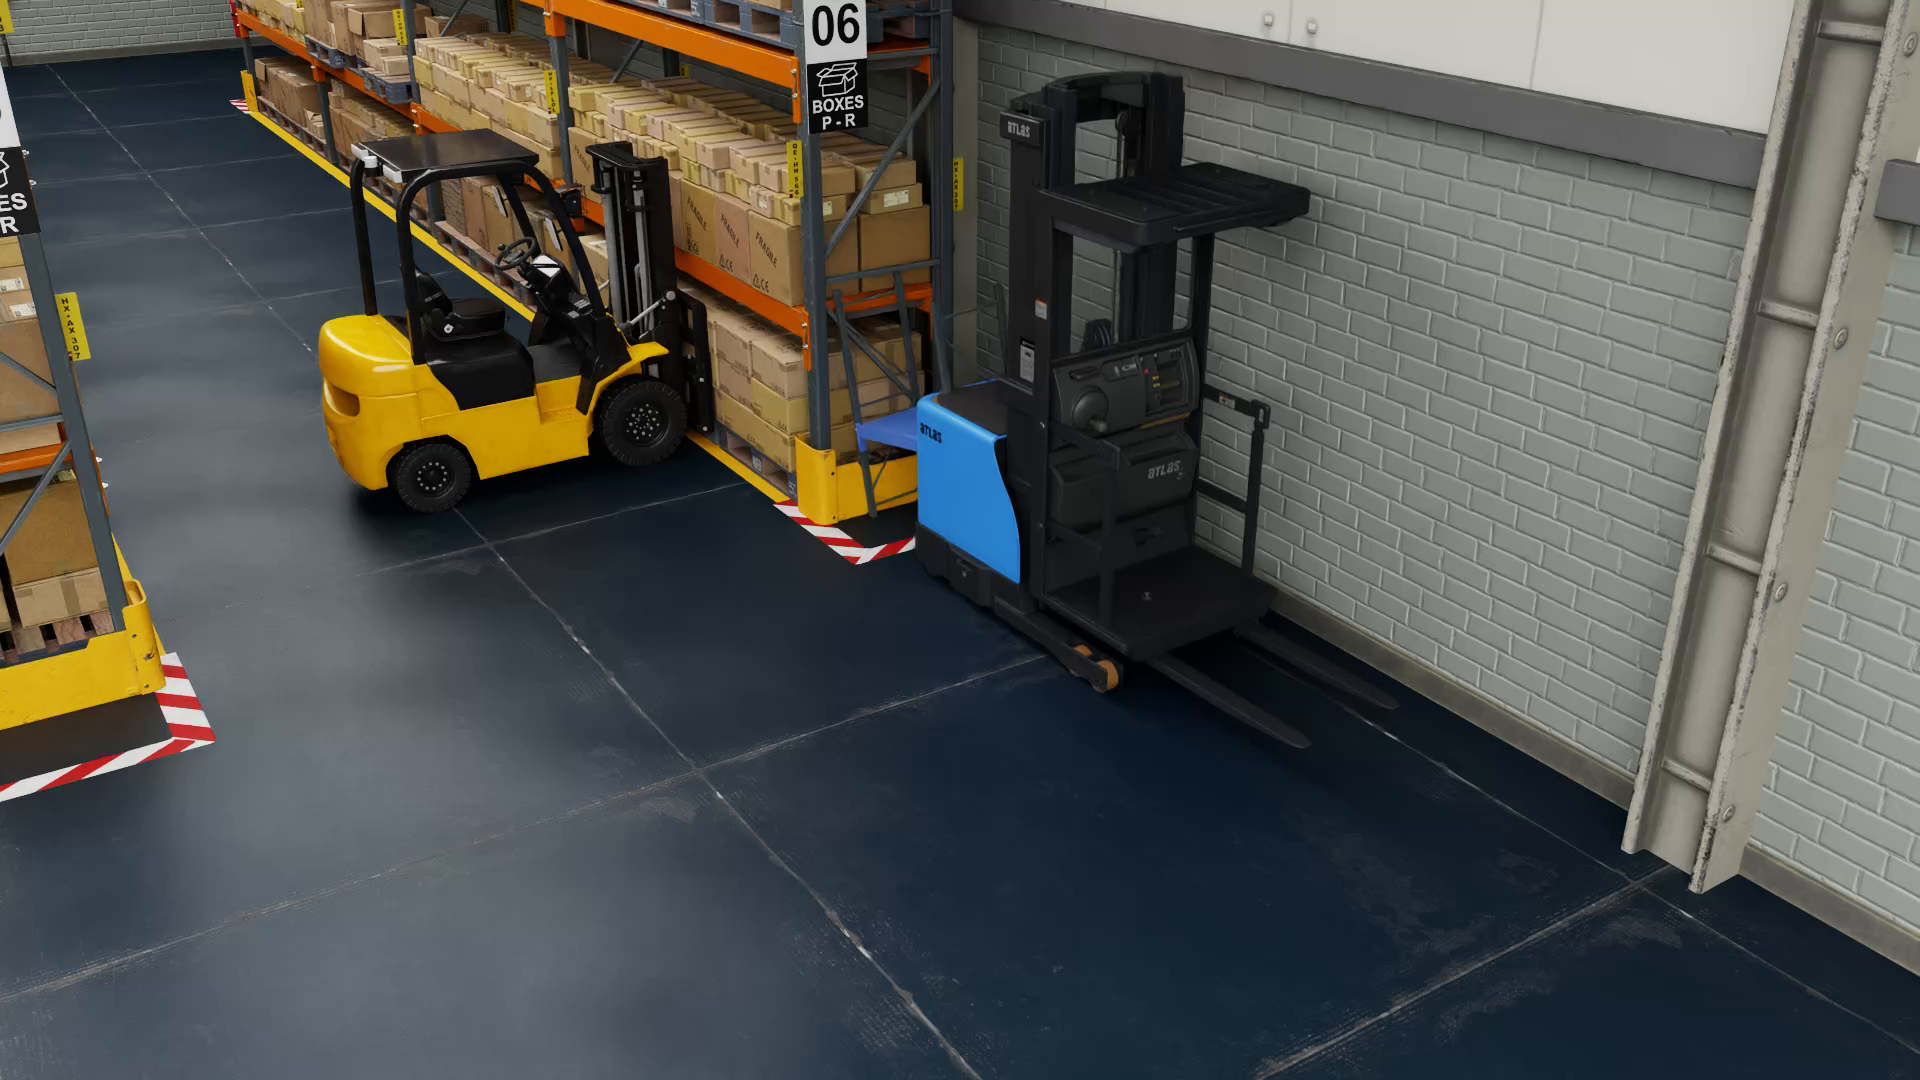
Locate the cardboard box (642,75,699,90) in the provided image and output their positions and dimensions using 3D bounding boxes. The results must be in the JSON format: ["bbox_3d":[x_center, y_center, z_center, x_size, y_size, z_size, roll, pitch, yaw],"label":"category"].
[{"bbox_3d":[-2.248,-3.505,12.935,0.380,0.149,0.250,-15,29,-29],"label":"cardboard box"}]

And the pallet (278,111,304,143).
[{"bbox_3d":[-8.087,-5.358,21.354,1.003,0.211,1.213,-16,29,-30],"label":"pallet"}]

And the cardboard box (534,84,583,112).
[{"bbox_3d":[-3.204,-3.572,13.427,0.380,0.149,0.250,-16,30,-30],"label":"cardboard box"}]

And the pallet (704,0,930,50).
[{"bbox_3d":[-0.856,-3.220,10.147,1.003,0.211,1.213,-16,29,-30],"label":"pallet"}]

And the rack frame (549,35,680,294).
[{"bbox_3d":[-2.676,-3.075,13.251,1.000,3.000,0.127,-16,29,-30],"label":"rack frame"}]

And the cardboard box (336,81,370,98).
[{"bbox_3d":[-6.888,-5.152,18.978,0.380,0.149,0.250,-17,30,-32],"label":"cardboard box"}]

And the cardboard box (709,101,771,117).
[{"bbox_3d":[-1.576,-3.039,11.949,0.380,0.149,0.250,-16,30,-30],"label":"cardboard box"}]

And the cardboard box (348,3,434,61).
[{"bbox_3d":[-5.905,-5.283,17.315,0.797,0.503,0.637,-16,30,-31],"label":"cardboard box"}]

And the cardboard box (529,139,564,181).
[{"bbox_3d":[-3.170,-3.127,13.536,0.500,0.250,0.500,-15,29,-28],"label":"cardboard box"}]

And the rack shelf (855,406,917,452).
[{"bbox_3d":[-0.140,-0.625,10.118,0.538,0.185,1.000,-21,23,-32],"label":"rack shelf"}]

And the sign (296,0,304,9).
[{"bbox_3d":[-7.493,-6.199,18.854,0.100,0.325,0.005,-16,29,-30],"label":"sign"}]

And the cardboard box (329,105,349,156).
[{"bbox_3d":[-6.967,-4.771,19.279,0.500,0.500,0.500,-14,29,-27],"label":"cardboard box"}]

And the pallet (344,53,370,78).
[{"bbox_3d":[-5.925,-5.114,17.794,1.003,0.211,1.213,-16,29,-30],"label":"pallet"}]

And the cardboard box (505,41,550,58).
[{"bbox_3d":[-3.993,-4.530,15.454,0.380,0.149,0.250,-16,30,-31],"label":"cardboard box"}]

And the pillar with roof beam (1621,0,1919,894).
[{"bbox_3d":[-0.449,-1.667,3.241,9.100,9.000,0.400,-16,29,-30],"label":"pillar with roof beam"}]

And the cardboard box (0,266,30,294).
[{"bbox_3d":[-4.960,-1.085,8.569,0.500,0.500,0.500,-15,29,-28],"label":"cardboard box"}]

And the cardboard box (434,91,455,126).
[{"bbox_3d":[-4.551,-4.042,15.473,0.500,0.250,0.500,-16,30,-31],"label":"cardboard box"}]

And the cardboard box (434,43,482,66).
[{"bbox_3d":[-4.623,-4.481,15.351,0.380,0.149,0.250,-15,29,-28],"label":"cardboard box"}]

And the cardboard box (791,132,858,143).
[{"bbox_3d":[-0.890,-2.572,10.960,0.380,0.149,0.250,-15,29,-29],"label":"cardboard box"}]

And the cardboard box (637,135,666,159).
[{"bbox_3d":[-2.047,-2.774,11.736,0.380,0.149,0.250,-17,30,-31],"label":"cardboard box"}]

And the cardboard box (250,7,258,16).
[{"bbox_3d":[-9.099,-6.992,21.842,0.380,0.149,0.250,-15,29,-28],"label":"cardboard box"}]

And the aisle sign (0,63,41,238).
[{"bbox_3d":[-4.355,-1.712,7.318,0.394,0.787,0.004,-16,29,-30],"label":"aisle sign"}]

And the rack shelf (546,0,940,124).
[{"bbox_3d":[-1.584,-3.391,11.249,1.077,0.370,4.000,-16,29,-30],"label":"rack shelf"}]

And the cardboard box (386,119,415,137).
[{"bbox_3d":[-5.865,-4.366,17.660,0.380,0.149,0.250,-16,30,-30],"label":"cardboard box"}]

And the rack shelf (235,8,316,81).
[{"bbox_3d":[-8.135,-6.327,20.981,1.077,0.370,4.000,-16,29,-30],"label":"rack shelf"}]

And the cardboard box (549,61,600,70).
[{"bbox_3d":[-3.339,-4.058,14.455,0.380,0.149,0.250,-16,30,-30],"label":"cardboard box"}]

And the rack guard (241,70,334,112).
[{"bbox_3d":[-9.185,-6.210,22.819,1.175,0.500,0.348,-16,29,-30],"label":"rack guard"}]

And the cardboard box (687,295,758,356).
[{"bbox_3d":[-1.572,-1.495,11.460,0.500,0.250,0.500,-15,29,-29],"label":"cardboard box"}]

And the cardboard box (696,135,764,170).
[{"bbox_3d":[-1.499,-2.539,10.889,0.380,0.149,0.250,-15,29,-28],"label":"cardboard box"}]

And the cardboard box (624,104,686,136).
[{"bbox_3d":[-2.166,-3.001,11.868,0.380,0.149,0.250,-16,30,-30],"label":"cardboard box"}]

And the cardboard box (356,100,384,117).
[{"bbox_3d":[-6.543,-4.834,18.653,0.380,0.149,0.250,-16,30,-30],"label":"cardboard box"}]

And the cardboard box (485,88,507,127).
[{"bbox_3d":[-3.719,-3.716,14.198,0.500,0.250,0.500,-15,29,-29],"label":"cardboard box"}]

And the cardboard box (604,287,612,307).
[{"bbox_3d":[-2.394,-1.823,12.742,0.500,0.250,0.500,-16,29,-30],"label":"cardboard box"}]

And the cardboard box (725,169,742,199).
[{"bbox_3d":[-1.297,-2.325,10.784,0.380,0.149,0.250,-16,30,-30],"label":"cardboard box"}]

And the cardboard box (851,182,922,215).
[{"bbox_3d":[-0.460,-2.165,10.445,0.380,0.149,0.250,-16,30,-31],"label":"cardboard box"}]

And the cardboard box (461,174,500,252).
[{"bbox_3d":[-4.167,-3.164,15.728,0.875,0.625,0.625,-14,29,-28],"label":"cardboard box"}]

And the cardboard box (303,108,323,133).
[{"bbox_3d":[-7.788,-5.149,20.354,0.396,0.266,0.258,-14,29,-28],"label":"cardboard box"}]

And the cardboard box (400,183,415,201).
[{"bbox_3d":[-5.535,-3.848,17.324,0.500,0.500,0.500,-16,30,-30],"label":"cardboard box"}]

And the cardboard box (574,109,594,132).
[{"bbox_3d":[-2.722,-3.239,12.720,0.380,0.149,0.250,-16,30,-30],"label":"cardboard box"}]

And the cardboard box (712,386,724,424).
[{"bbox_3d":[-1.542,-1.047,11.683,0.500,0.250,0.500,-15,29,-29],"label":"cardboard box"}]

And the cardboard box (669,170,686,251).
[{"bbox_3d":[-1.820,-2.353,11.603,0.500,0.500,0.500,-15,29,-29],"label":"cardboard box"}]

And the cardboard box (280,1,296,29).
[{"bbox_3d":[-7.811,-6.305,19.918,0.500,0.250,0.500,-15,29,-29],"label":"cardboard box"}]

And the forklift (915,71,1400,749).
[{"bbox_3d":[0.990,-0.773,8.454,1.130,2.935,3.031,-17,30,-31],"label":"forklift"}]

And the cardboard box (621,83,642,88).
[{"bbox_3d":[-2.688,-3.590,13.463,0.380,0.149,0.250,-16,30,-31],"label":"cardboard box"}]

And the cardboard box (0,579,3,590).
[{"bbox_3d":[-5.305,0.002,8.583,0.500,0.500,0.500,-15,29,-29],"label":"cardboard box"}]

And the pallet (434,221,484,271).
[{"bbox_3d":[-4.443,-2.942,16.234,1.003,0.211,1.213,-16,29,-30],"label":"pallet"}]

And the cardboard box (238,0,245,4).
[{"bbox_3d":[-9.204,-7.209,21.835,0.500,0.250,0.500,-15,29,-29],"label":"cardboard box"}]

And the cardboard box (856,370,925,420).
[{"bbox_3d":[-0.575,-1.034,11.070,0.500,0.250,0.500,-15,29,-29],"label":"cardboard box"}]

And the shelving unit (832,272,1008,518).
[{"bbox_3d":[-0.164,-0.793,10.059,0.538,1.500,1.048,-21,23,-32],"label":"shelving unit"}]

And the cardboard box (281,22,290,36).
[{"bbox_3d":[-8.034,-6.239,20.246,0.380,0.149,0.250,-16,30,-30],"label":"cardboard box"}]

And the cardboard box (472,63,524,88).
[{"bbox_3d":[-3.980,-4.011,14.356,0.380,0.149,0.250,-16,30,-31],"label":"cardboard box"}]
